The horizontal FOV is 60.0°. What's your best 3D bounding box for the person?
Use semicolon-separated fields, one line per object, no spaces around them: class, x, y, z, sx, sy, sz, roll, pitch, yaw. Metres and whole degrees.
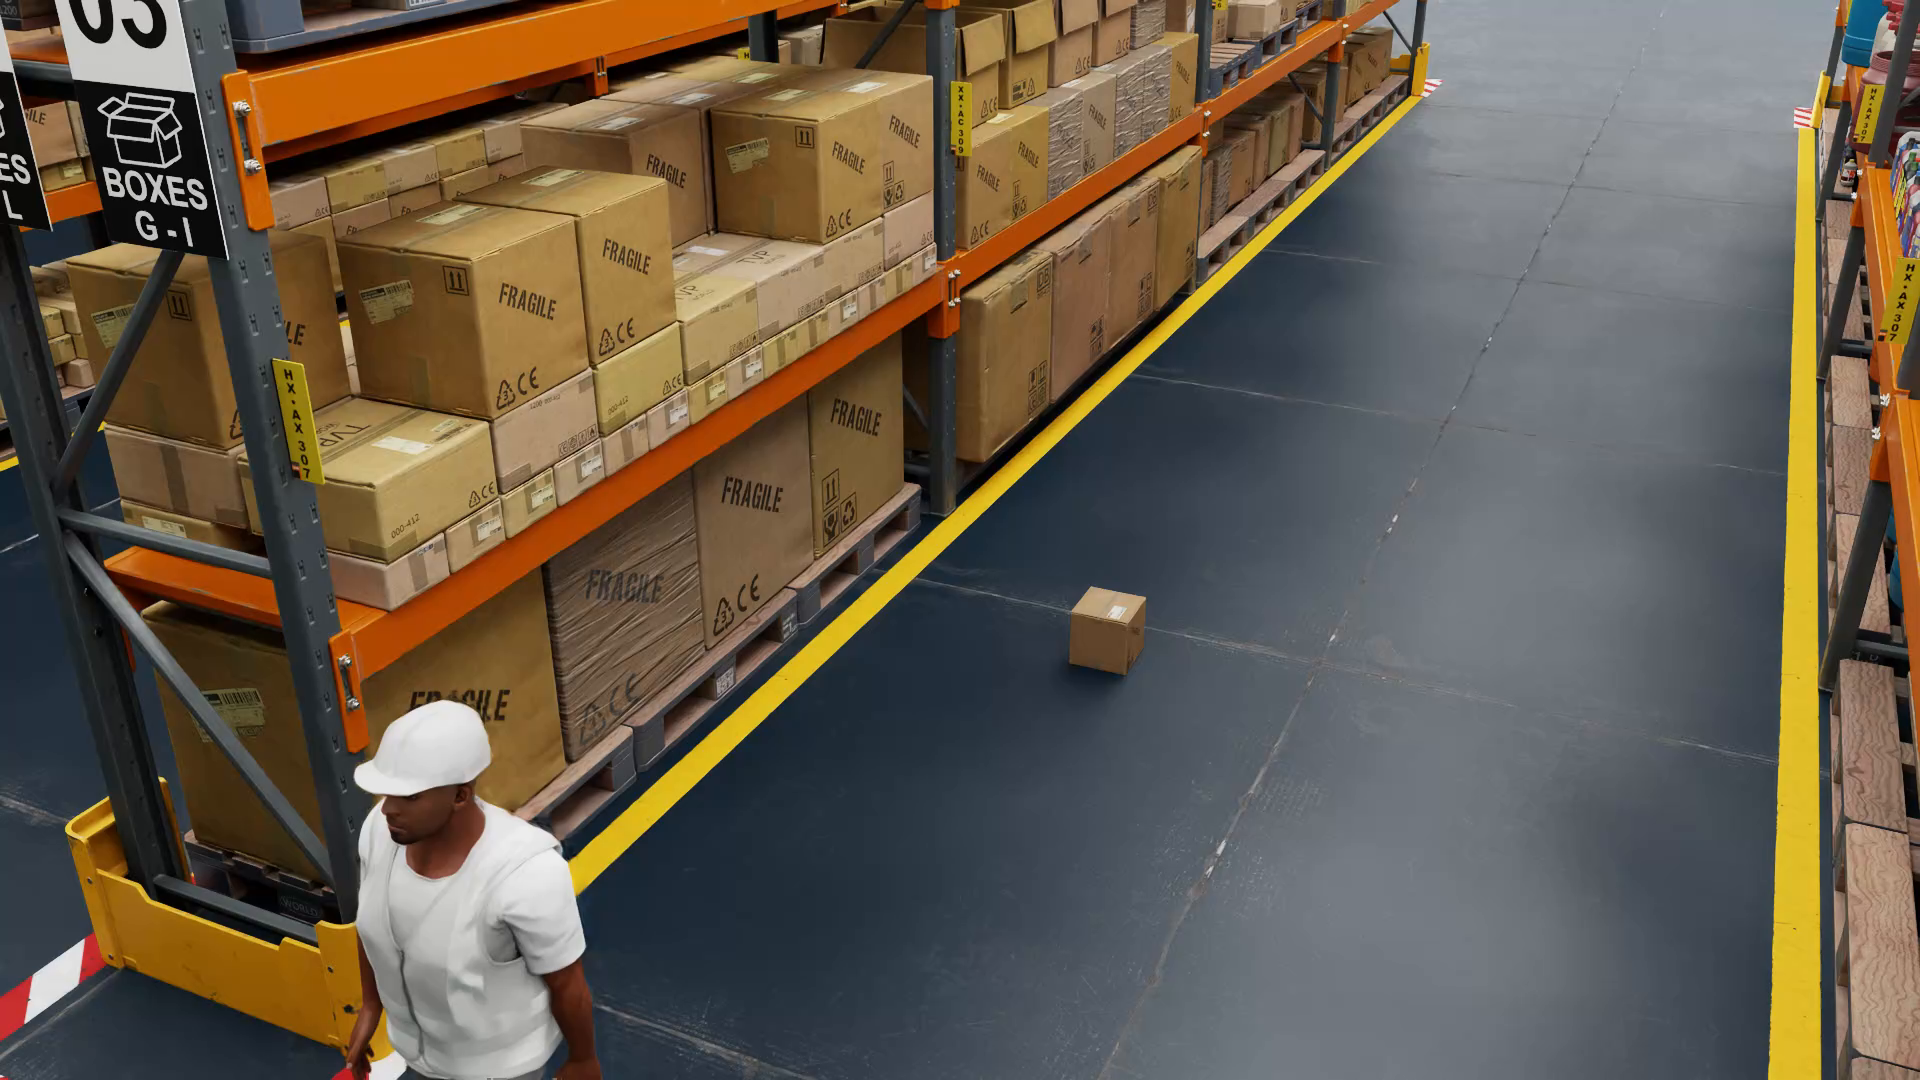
person;-1.117;1.119;3.794;0.582;1.732;0.988;15;30;28
